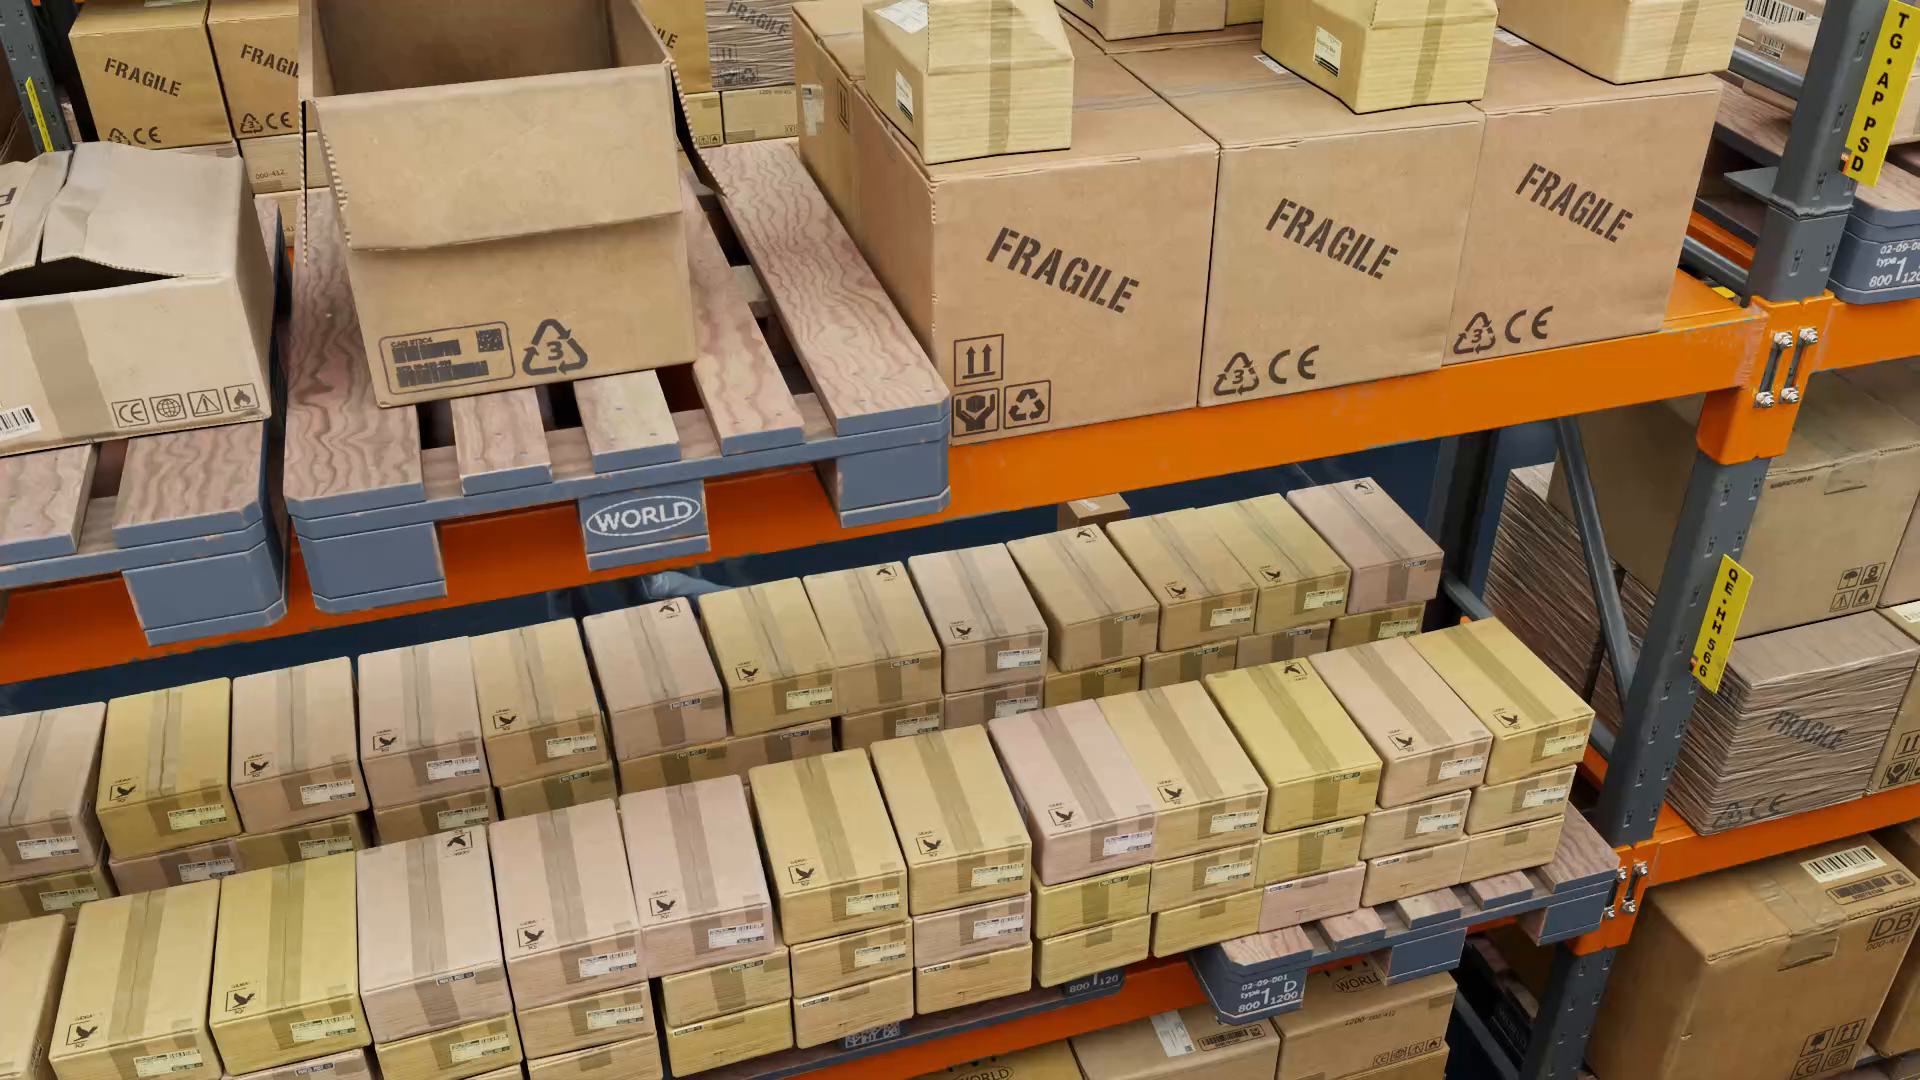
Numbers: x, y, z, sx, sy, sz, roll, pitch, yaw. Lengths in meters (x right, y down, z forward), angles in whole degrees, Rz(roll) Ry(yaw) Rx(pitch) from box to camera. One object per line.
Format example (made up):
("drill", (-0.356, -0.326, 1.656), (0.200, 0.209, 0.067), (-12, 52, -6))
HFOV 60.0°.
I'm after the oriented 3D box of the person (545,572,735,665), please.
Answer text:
("person", (-1.342, -0.190, 6.395), (0.964, 1.730, 0.563), (-17, 37, -23))
